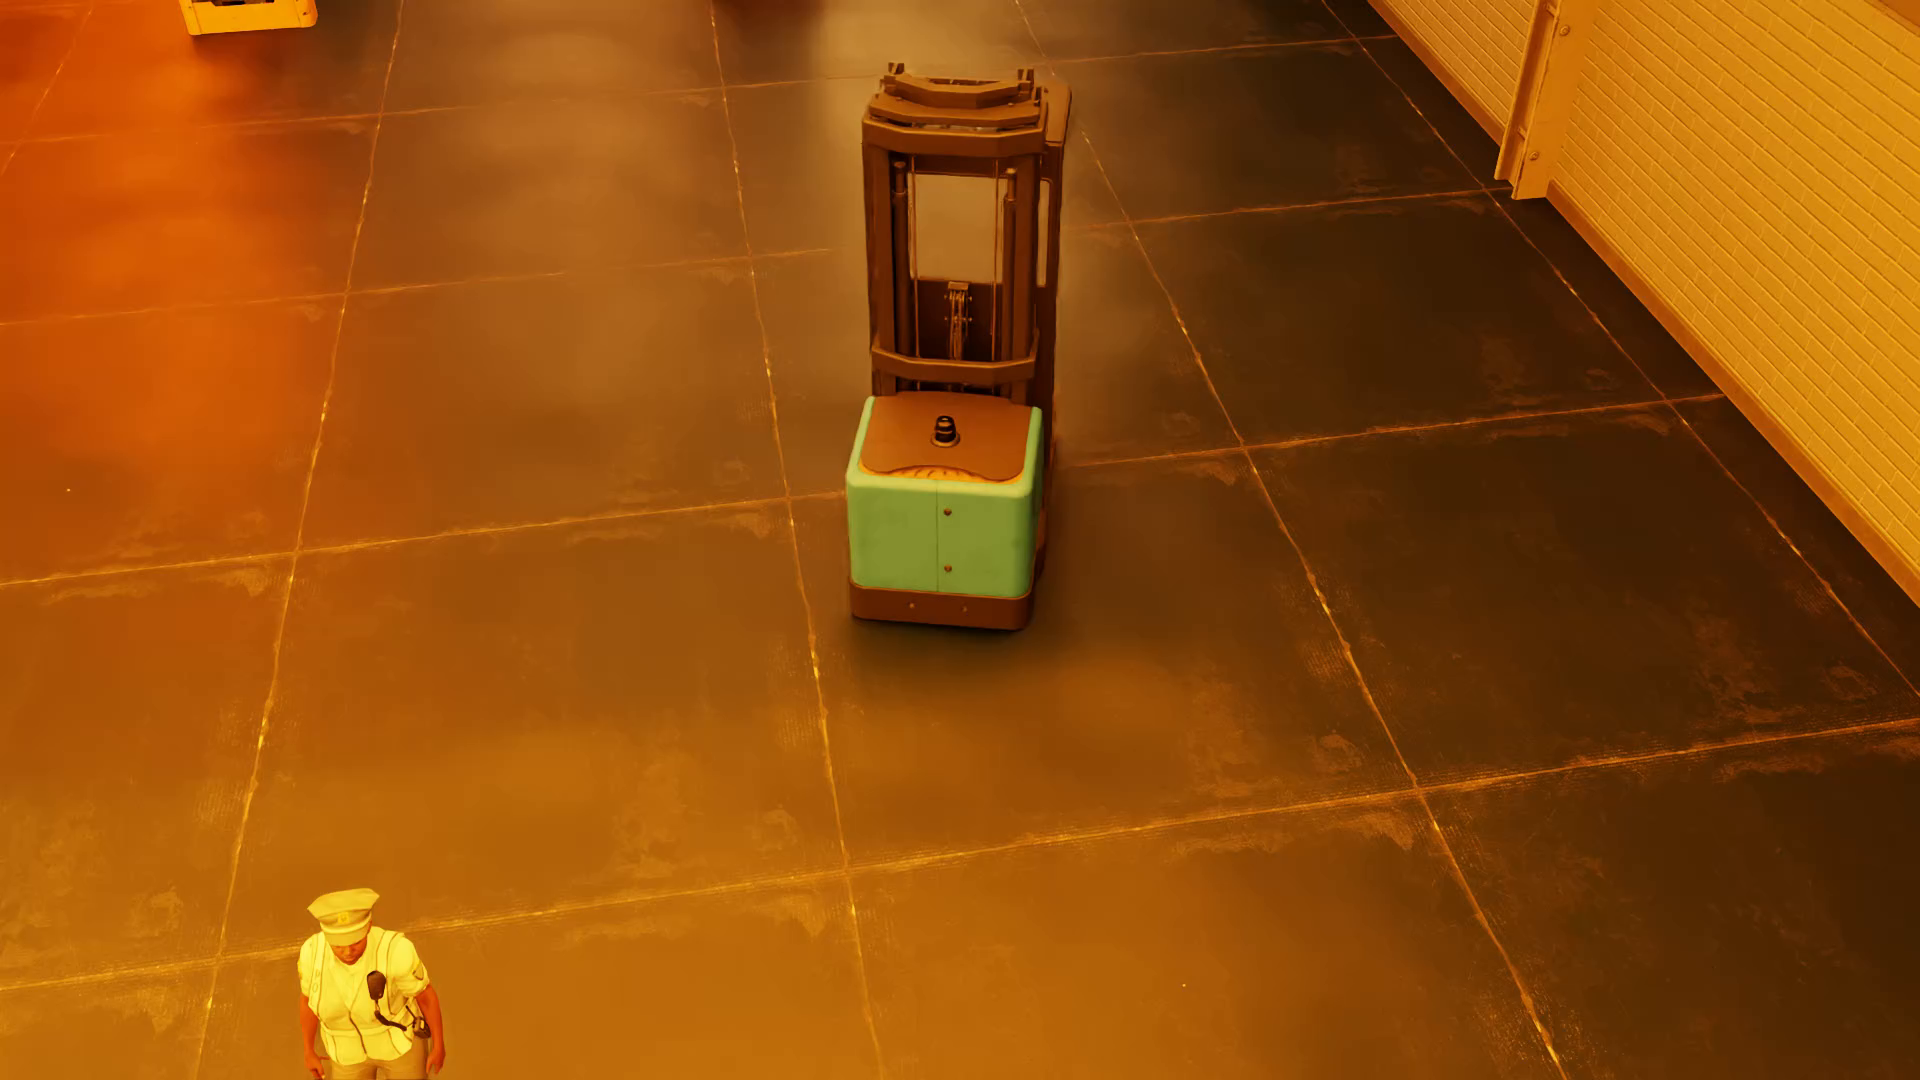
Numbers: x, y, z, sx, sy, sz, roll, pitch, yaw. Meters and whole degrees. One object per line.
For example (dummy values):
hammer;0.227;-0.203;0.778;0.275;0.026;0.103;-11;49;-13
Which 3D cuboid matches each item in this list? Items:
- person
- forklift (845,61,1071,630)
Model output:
person;-2.309;2.027;6.520;0.565;1.695;0.526;-3;40;-4
forklift;0.042;-1.552;9.783;1.130;2.935;3.031;4;41;5
